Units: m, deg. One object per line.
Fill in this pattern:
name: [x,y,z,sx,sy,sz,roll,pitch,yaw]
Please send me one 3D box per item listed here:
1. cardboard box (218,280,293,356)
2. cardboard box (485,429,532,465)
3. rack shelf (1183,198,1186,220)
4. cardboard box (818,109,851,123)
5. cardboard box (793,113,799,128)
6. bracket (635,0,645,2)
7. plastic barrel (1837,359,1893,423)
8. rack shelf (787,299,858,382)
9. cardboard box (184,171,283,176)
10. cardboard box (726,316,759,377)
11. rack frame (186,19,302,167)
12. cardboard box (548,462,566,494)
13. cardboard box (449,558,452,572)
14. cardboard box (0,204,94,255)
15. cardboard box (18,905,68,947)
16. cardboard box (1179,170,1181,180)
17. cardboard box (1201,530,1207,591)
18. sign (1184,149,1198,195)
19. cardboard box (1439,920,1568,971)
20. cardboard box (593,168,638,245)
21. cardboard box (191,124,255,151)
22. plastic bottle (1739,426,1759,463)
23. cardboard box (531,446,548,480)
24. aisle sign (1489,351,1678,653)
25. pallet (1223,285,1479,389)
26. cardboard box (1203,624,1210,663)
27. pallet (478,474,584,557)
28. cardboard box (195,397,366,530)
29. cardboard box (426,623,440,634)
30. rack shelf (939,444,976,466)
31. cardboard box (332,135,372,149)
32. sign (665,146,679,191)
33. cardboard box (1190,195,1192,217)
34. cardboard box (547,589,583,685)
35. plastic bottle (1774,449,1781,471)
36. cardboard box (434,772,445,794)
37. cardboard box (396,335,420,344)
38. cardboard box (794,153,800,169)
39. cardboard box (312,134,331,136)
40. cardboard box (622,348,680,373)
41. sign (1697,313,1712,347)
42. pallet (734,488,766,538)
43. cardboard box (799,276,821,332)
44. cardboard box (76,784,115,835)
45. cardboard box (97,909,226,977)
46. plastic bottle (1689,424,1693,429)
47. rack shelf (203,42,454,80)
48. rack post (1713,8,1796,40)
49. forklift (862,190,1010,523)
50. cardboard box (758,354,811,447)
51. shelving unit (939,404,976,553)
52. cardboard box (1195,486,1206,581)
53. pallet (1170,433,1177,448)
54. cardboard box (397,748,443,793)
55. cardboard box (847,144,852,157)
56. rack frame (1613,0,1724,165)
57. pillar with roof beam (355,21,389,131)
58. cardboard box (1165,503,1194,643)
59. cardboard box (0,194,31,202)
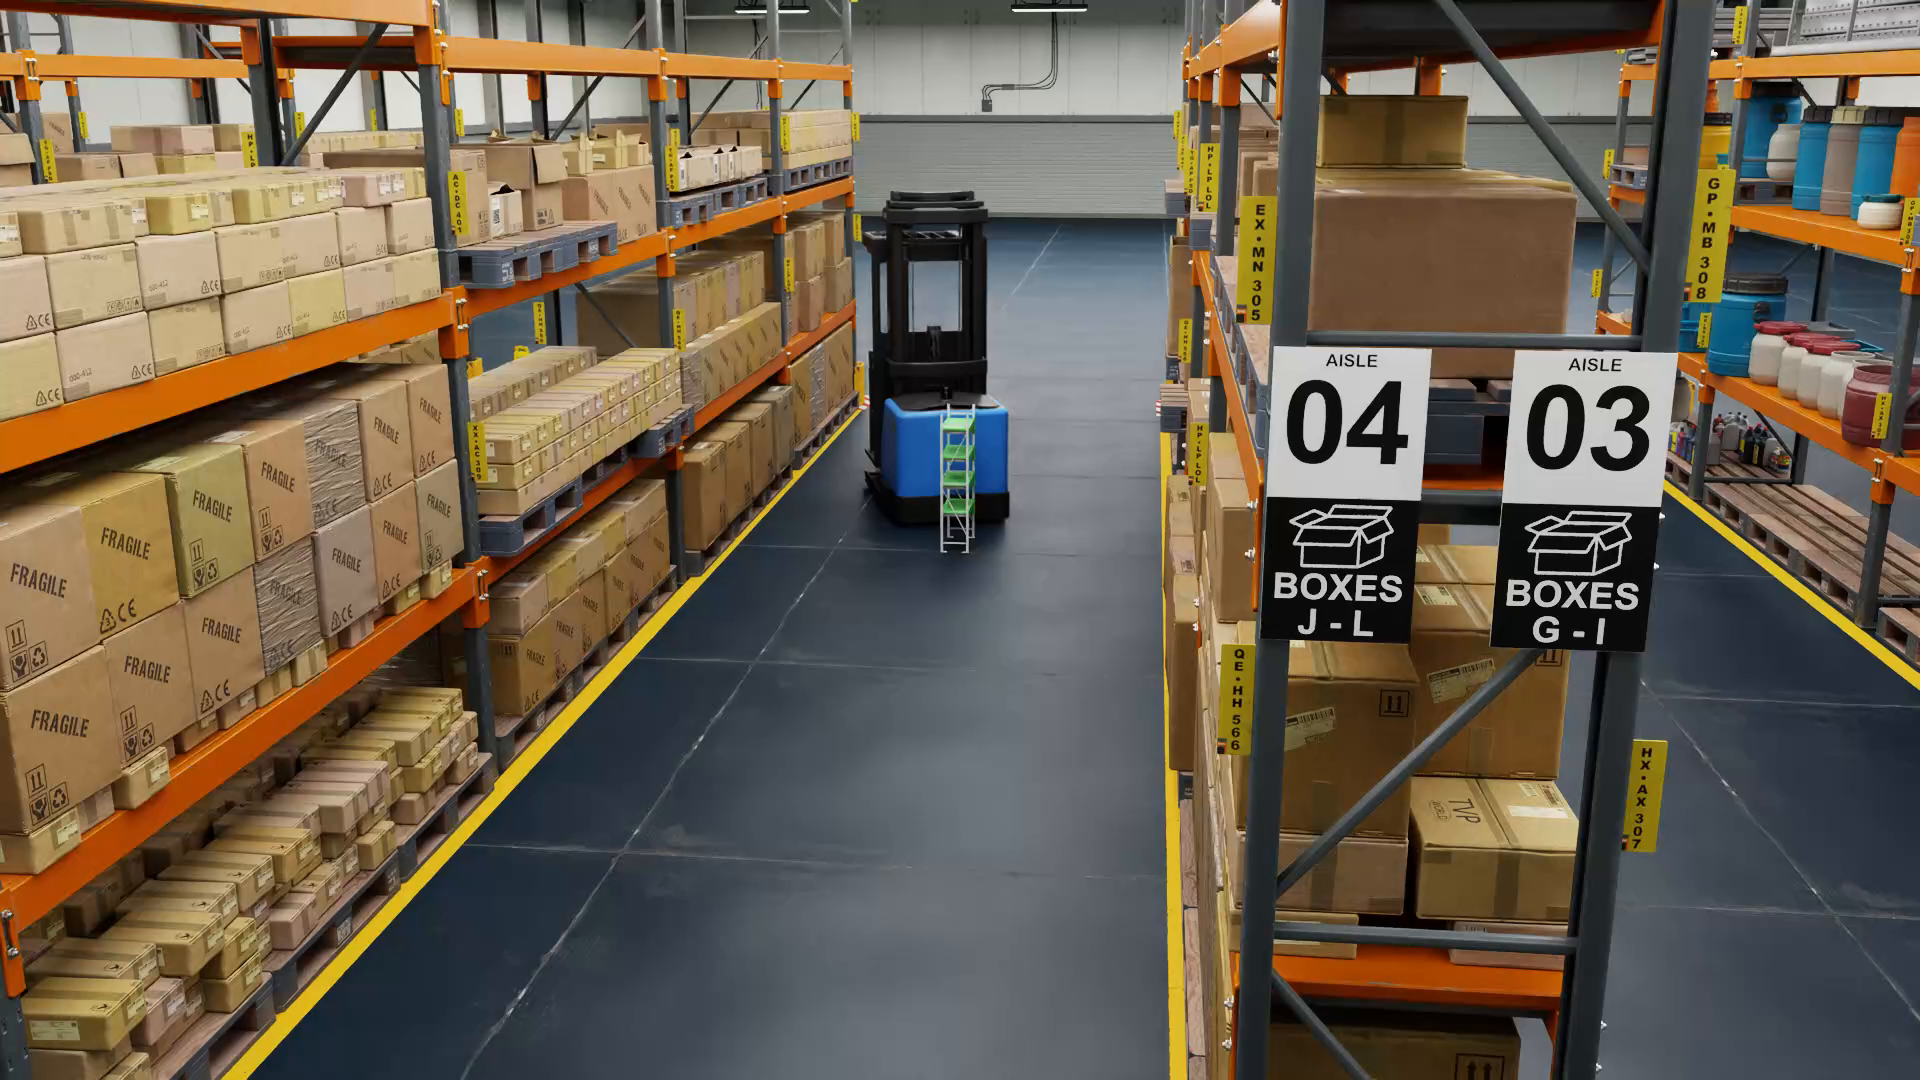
cardboard box: [-3.128,-0.925,6.876,0.500,0.250,0.500,2,15,6]
cardboard box: [-2.658,-0.531,9.416,0.380,0.149,0.250,2,15,9]
rack shelf: [2.886,-3.596,17.845,1.077,0.370,4.000,2,15,6]
cardboard box: [-1.506,-5.051,19.807,0.380,0.149,0.250,2,15,7]
cardboard box: [-1.850,-4.262,16.888,0.380,0.149,0.250,2,15,6]
bracket: [-9.242,-14.925,45.722,0.076,0.066,4.783,2,15,6]
plastic barrel: [7.034,-1.120,12.843,0.421,0.512,0.421,0,15,0]
rack shelf: [-2.031,-2.320,18.873,1.077,0.370,4.000,2,15,6]
cardboard box: [-3.469,-1.678,7.942,0.380,0.149,0.250,2,15,6]
cardboard box: [-2.164,-1.791,15.349,0.500,0.500,0.500,2,15,7]
rack frame: [-7.187,-5.164,16.520,1.000,3.000,0.127,2,15,6]
cardboard box: [-2.601,-0.381,10.000,0.380,0.149,0.250,2,15,7]
cardboard box: [-2.959,0.129,8.921,0.380,0.149,0.250,2,15,6]
cardboard box: [-3.198,-1.057,5.643,0.380,0.149,0.250,2,15,6]
cardboard box: [-3.815,1.571,6.623,0.380,0.149,0.250,1,15,5]
cardboard box: [2.800,-4.272,19.255,0.500,0.250,0.500,2,15,8]
cardboard box: [1.444,0.142,8.109,0.500,0.250,0.500,1,15,5]
sign: [1.670,-2.653,11.989,0.100,0.325,0.005,2,15,6]
cardboard box: [1.674,1.175,5.051,0.380,0.149,0.250,2,15,7]
cardboard box: [-2.564,-2.322,11.564,0.500,0.500,0.500,2,15,6]
cardboard box: [-7.126,-3.934,16.242,0.500,0.250,0.500,2,15,8]
plastic bottle: [7.941,-0.965,16.718,0.144,0.351,0.185,2,15,6]
cardboard box: [-2.631,-0.455,9.704,0.380,0.149,0.250,1,15,5]
aisle sign: [1.596,-0.091,4.273,0.394,0.787,0.004,2,15,6]
pallet: [1.514,-0.779,6.220,1.003,0.211,1.213,2,15,6]
cardboard box: [1.307,0.492,7.579,0.380,0.149,0.250,1,15,5]
pallet: [-2.929,-0.175,9.930,1.003,0.211,1.213,2,15,6]
cardboard box: [-3.069,-0.352,7.539,0.500,0.500,0.500,2,15,8]
cardboard box: [-3.327,0.368,10.103,0.500,0.250,0.500,1,15,5]
rack shelf: [-0.019,-0.706,14.301,0.258,0.148,0.480,2,15,6]
cardboard box: [-6.734,-4.391,18.362,0.380,0.149,0.250,1,15,5]
sign: [-2.169,-2.792,12.504,0.100,0.325,0.005,2,15,6]
cardboard box: [2.120,-2.704,13.457,0.500,0.250,0.500,2,15,8]
cardboard box: [-2.755,0.609,10.647,0.500,0.500,0.500,2,15,9]
plastic bottle: [8.064,-0.788,16.348,0.097,0.201,0.097,0,15,0]
cardboard box: [-2.978,1.276,8.852,0.380,0.149,0.250,2,15,8]
cardboard box: [-6.604,-2.410,19.612,0.380,0.149,0.250,2,15,9]
cardboard box: [-1.851,-3.878,16.995,0.380,0.149,0.250,2,15,6]
cardboard box: [-7.288,-4.473,18.666,0.380,0.149,0.250,2,15,7]
cardboard box: [-2.308,-1.339,12.405,0.380,0.149,0.250,1,15,4]
sign: [7.036,-1.983,15.719,0.100,0.325,0.005,2,15,6]
pallet: [-2.404,-0.283,15.303,1.003,0.211,1.213,2,15,6]
cardboard box: [-2.010,-2.597,18.232,0.875,0.550,0.550,2,15,6]
cardboard box: [-3.261,0.943,5.908,0.380,0.149,0.250,2,15,8]
cardboard box: [-3.147,1.588,6.562,0.380,0.149,0.250,2,15,6]
plastic bottle: [7.530,-1.044,17.138,0.061,0.283,0.133,2,15,6]
rack shelf: [-6.961,-5.334,18.533,1.077,0.370,4.000,2,15,6]
rack post: [7.845,-5.224,16.886,0.937,0.300,0.954,1,15,5]
forklift: [-0.335,-1.905,16.090,1.130,2.935,3.031,-3,15,-11]
cardboard box: [-2.116,-1.487,17.679,0.875,0.875,0.875,2,15,7]
shelving unit: [-0.019,-0.536,14.347,0.258,1.200,0.503,2,15,6]
cardboard box: [1.539,-0.079,9.016,0.500,0.500,0.500,2,15,6]
pallet: [2.836,-1.123,18.410,1.003,0.211,1.213,2,15,6]
cardboard box: [-2.910,1.188,8.610,0.380,0.149,0.250,1,15,4]
cardboard box: [-1.506,-4.667,19.915,0.380,0.149,0.250,2,15,6]
rack frame: [8.033,-5.764,18.738,1.000,3.000,0.127,2,15,6]
pillar with roof beam: [-7.010,-9.178,31.366,9.100,9.000,0.400,2,15,6]
cardboard box: [2.002,0.293,11.096,1.225,0.875,0.875,2,15,6]
cardboard box: [-3.701,-1.204,6.187,0.380,0.149,0.250,1,15,5]
